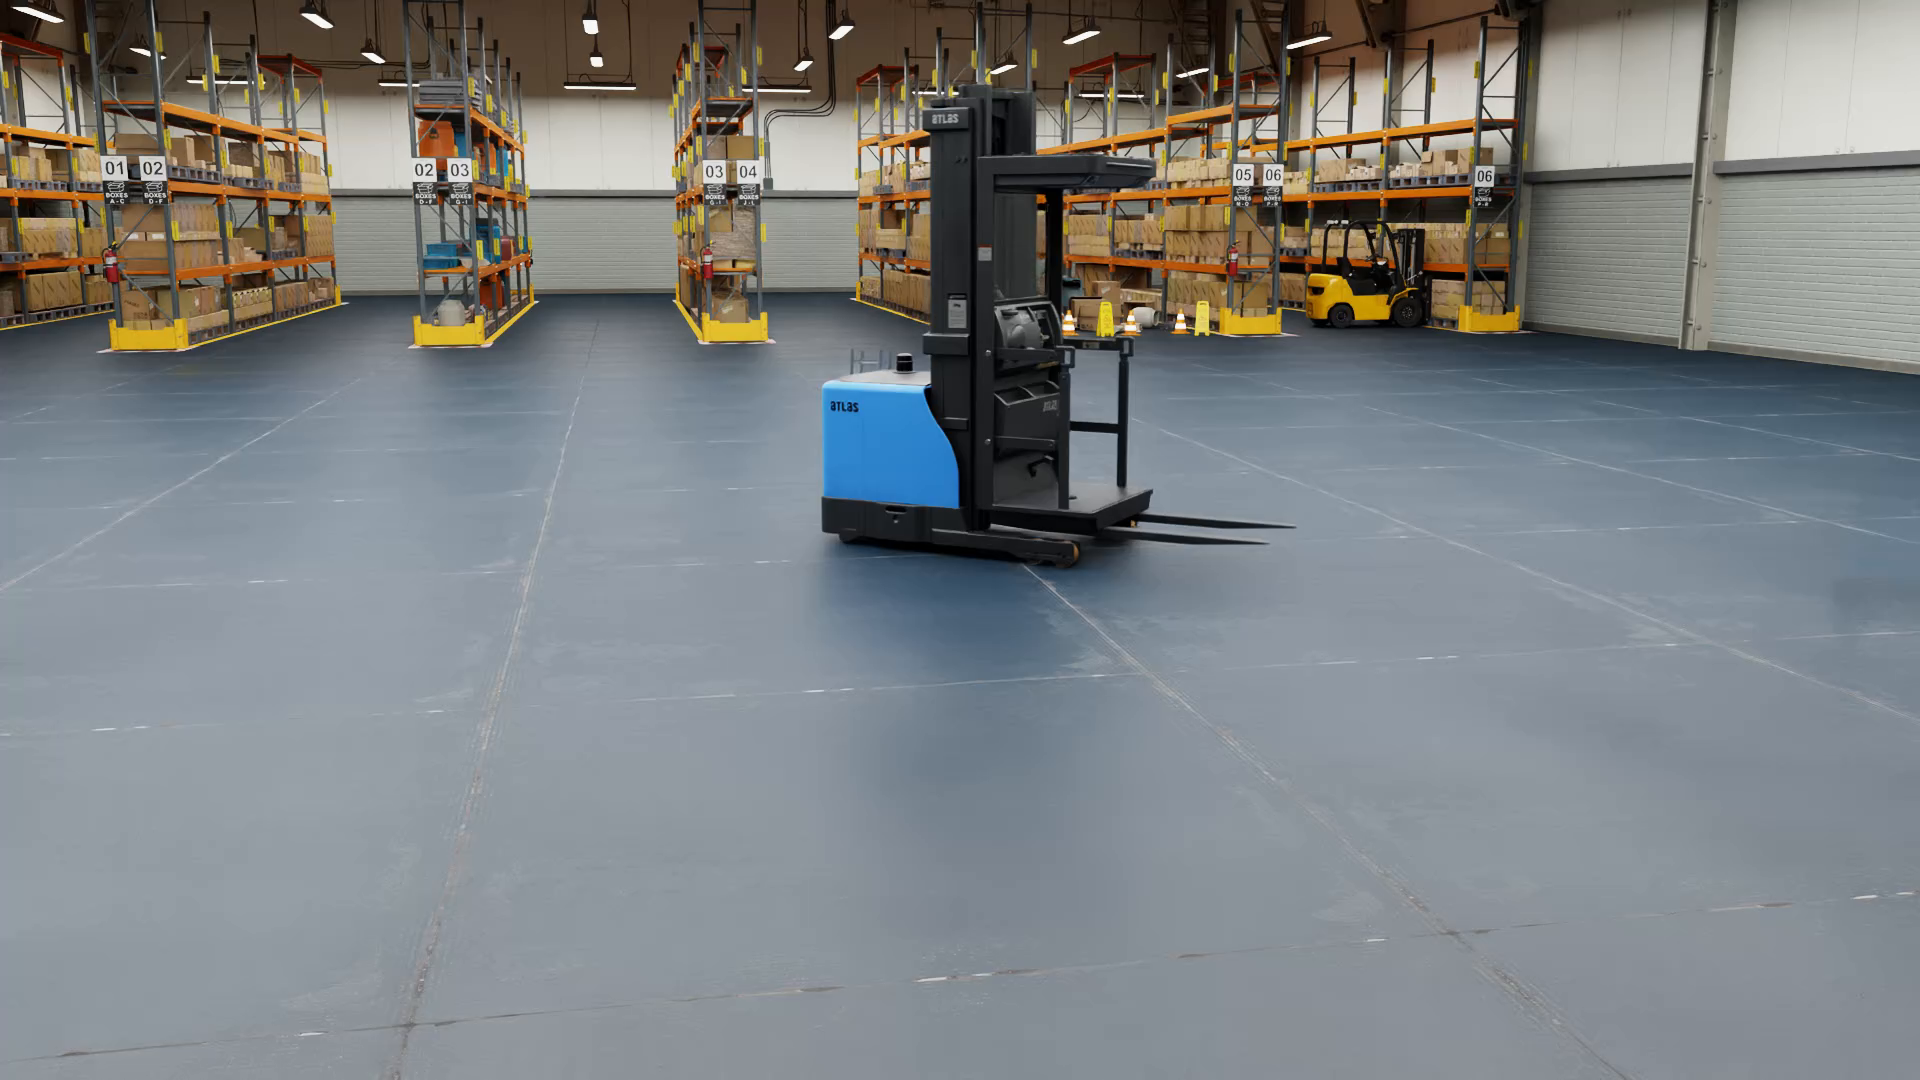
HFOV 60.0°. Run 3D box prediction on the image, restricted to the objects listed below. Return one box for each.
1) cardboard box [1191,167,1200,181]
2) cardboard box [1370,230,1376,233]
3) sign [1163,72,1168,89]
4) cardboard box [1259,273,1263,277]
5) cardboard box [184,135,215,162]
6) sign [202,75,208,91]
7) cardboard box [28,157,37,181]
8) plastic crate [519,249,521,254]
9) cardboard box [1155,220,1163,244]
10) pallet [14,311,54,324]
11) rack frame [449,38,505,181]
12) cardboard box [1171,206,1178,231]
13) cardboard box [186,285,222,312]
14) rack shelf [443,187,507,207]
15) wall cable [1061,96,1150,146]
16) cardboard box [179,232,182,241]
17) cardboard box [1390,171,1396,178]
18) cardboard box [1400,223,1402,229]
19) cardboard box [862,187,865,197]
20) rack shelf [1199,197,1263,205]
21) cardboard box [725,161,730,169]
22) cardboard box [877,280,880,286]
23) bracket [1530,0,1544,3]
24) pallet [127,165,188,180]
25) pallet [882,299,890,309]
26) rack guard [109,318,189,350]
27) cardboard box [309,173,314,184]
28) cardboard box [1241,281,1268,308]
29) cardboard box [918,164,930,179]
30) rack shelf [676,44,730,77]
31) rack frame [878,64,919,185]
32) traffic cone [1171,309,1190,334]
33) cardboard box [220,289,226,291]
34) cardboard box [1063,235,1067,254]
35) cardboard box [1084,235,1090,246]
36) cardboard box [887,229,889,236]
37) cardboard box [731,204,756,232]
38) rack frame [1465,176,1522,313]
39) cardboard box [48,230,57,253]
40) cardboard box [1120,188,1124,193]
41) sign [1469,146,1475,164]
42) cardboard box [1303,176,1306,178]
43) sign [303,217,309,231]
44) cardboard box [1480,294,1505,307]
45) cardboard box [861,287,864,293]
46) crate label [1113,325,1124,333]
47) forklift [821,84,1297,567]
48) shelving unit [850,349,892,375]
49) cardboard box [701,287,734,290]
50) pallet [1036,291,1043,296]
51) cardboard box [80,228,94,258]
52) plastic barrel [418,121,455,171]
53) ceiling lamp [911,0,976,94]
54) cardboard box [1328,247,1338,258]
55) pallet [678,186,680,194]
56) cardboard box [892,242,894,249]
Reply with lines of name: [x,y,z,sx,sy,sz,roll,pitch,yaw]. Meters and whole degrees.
cardboard box: [4.969,-7.370,33.479,0.500,0.250,0.500,-2,11,-10]
cardboard box: [9.374,-6.844,37.130,0.380,0.149,0.250,-2,11,-12]
sign: [4.314,-9.656,34.942,0.100,0.325,0.005,-2,11,-11]
cardboard box: [8.108,-7.016,43.862,0.380,0.149,0.250,-2,11,-13]
cardboard box: [-14.662,-7.563,32.160,0.500,0.500,0.500,-2,11,-10]
sign: [-15.889,-9.631,35.020,0.100,0.325,0.005,-2,11,-11]
cardboard box: [-20.726,-8.140,36.474,0.700,0.500,0.500,-2,11,-11]
plastic crate: [-11.404,-7.434,42.520,0.416,0.233,0.300,-2,11,-11]
cardboard box: [4.543,-6.672,36.041,0.500,0.500,0.500,-2,11,-12]
pallet: [-20.297,-4.804,35.873,1.003,0.211,1.213,-2,11,-11]
rack frame: [-10.499,-9.334,36.170,1.000,3.000,0.127,-2,11,-11]
cardboard box: [4.808,-6.697,34.624,0.700,0.500,0.500,-2,11,-11]
cardboard box: [-14.191,-4.529,31.192,0.500,0.500,0.500,-2,11,-11]
rack shelf: [-10.110,-7.140,34.591,1.077,0.370,4.000,-2,11,-11]
wall cable: [4.619,-12.515,52.780,2.988,3.039,0.133,-2,11,-11]
cardboard box: [-13.769,-5.282,28.923,0.380,0.149,0.250,-2,11,-11]
cardboard box: [9.515,-7.887,35.872,0.380,0.149,0.250,-2,11,-10]
cardboard box: [9.695,-6.729,35.728,0.380,0.149,0.250,-2,11,-12]
cardboard box: [-2.377,-9.408,44.980,0.500,0.250,0.500,-2,11,-9]
rack shelf: [7.781,-9.329,46.091,1.077,0.370,4.000,-2,11,-11]
cardboard box: [-4.381,-6.787,30.146,0.380,0.149,0.250,-2,11,-13]
cardboard box: [-1.947,-6.662,43.085,0.380,0.149,0.250,-2,11,-10]
bracket: [11.489,-9.953,29.793,0.076,0.066,4.783,-2,11,-11]
pallet: [-13.915,-6.301,28.493,1.003,0.211,1.213,-2,11,-11]
pallet: [-1.381,-5.950,41.893,1.003,0.211,1.213,-2,11,-11]
rack guard: [-13.798,-3.508,28.290,1.175,0.500,0.348,-2,11,-11]
cardboard box: [-16.173,-8.869,40.811,0.500,0.250,0.500,-2,11,-11]
cardboard box: [5.745,-4.847,32.863,0.500,0.500,0.500,-3,11,-13]
cardboard box: [-0.634,-8.087,36.490,0.500,0.311,0.500,-2,11,-12]
rack shelf: [-6.030,-11.160,38.800,1.077,0.370,4.000,-2,11,-11]
rack frame: [-1.534,-10.410,41.821,1.000,3.000,0.127,-2,11,-11]
traffic cone: [4.287,-4.246,32.267,0.336,0.463,0.334,-2,11,-11]
cardboard box: [-15.338,-5.042,34.396,0.500,0.311,0.500,-2,11,-13]
cardboard box: [2.961,-7.786,43.814,0.500,0.500,0.500,-2,11,-10]
cardboard box: [3.412,-7.461,41.439,0.500,0.250,0.500,-2,11,-13]
cardboard box: [-1.550,-7.415,40.087,0.380,0.149,0.250,-2,11,-8]
cardboard box: [-3.925,-5.897,30.420,0.500,0.500,0.500,-2,11,-11]
rack frame: [10.504,-5.641,32.814,1.000,3.000,0.127,-2,11,-11]
cardboard box: [-20.358,-6.613,36.801,0.500,0.500,0.500,-2,11,-9]
cardboard box: [3.974,-8.214,38.978,0.380,0.149,0.250,-2,11,-11]
sign: [9.969,-7.494,32.368,0.100,0.325,0.005,-2,11,-11]
cardboard box: [8.643,-8.955,40.740,0.380,0.149,0.250,-3,11,-13]
sign: [-15.593,-7.531,39.644,0.100,0.325,0.005,-2,11,-11]
cardboard box: [10.616,-4.836,33.478,0.500,0.250,0.500,-2,11,-10]
cardboard box: [-2.524,-6.894,45.898,0.380,0.149,0.250,-2,11,-10]
crate label: [3.050,-4.125,32.504,0.250,0.136,0.298,-9,14,-40]
forklift: [0.624,-1.383,10.624,3.031,2.935,1.130,5,12,26]
shelving unit: [-0.657,-0.762,11.950,0.258,1.200,0.189,4,5,20]
cardboard box: [-5.254,-5.228,36.151,0.700,0.500,0.500,-1,11,-6]
pallet: [2.756,-6.881,46.785,1.003,0.211,1.213,-2,11,-11]
cardboard box: [-21.085,-7.008,39.190,0.980,0.700,0.700,-2,11,-10]
plastic barrel: [-9.163,-6.895,29.106,0.600,0.830,0.708,-2,11,-11]
ceiling lamp: [-0.376,-14.613,48.296,2.000,3.185,0.800,-2,11,-11]
cardboard box: [8.995,-6.758,39.082,0.500,0.250,0.500,-2,11,-13]
pallet: [-6.802,-9.104,43.223,1.003,0.211,1.213,-2,11,-11]
cardboard box: [-1.400,-6.978,39.387,0.380,0.149,0.250,-2,11,-10]
